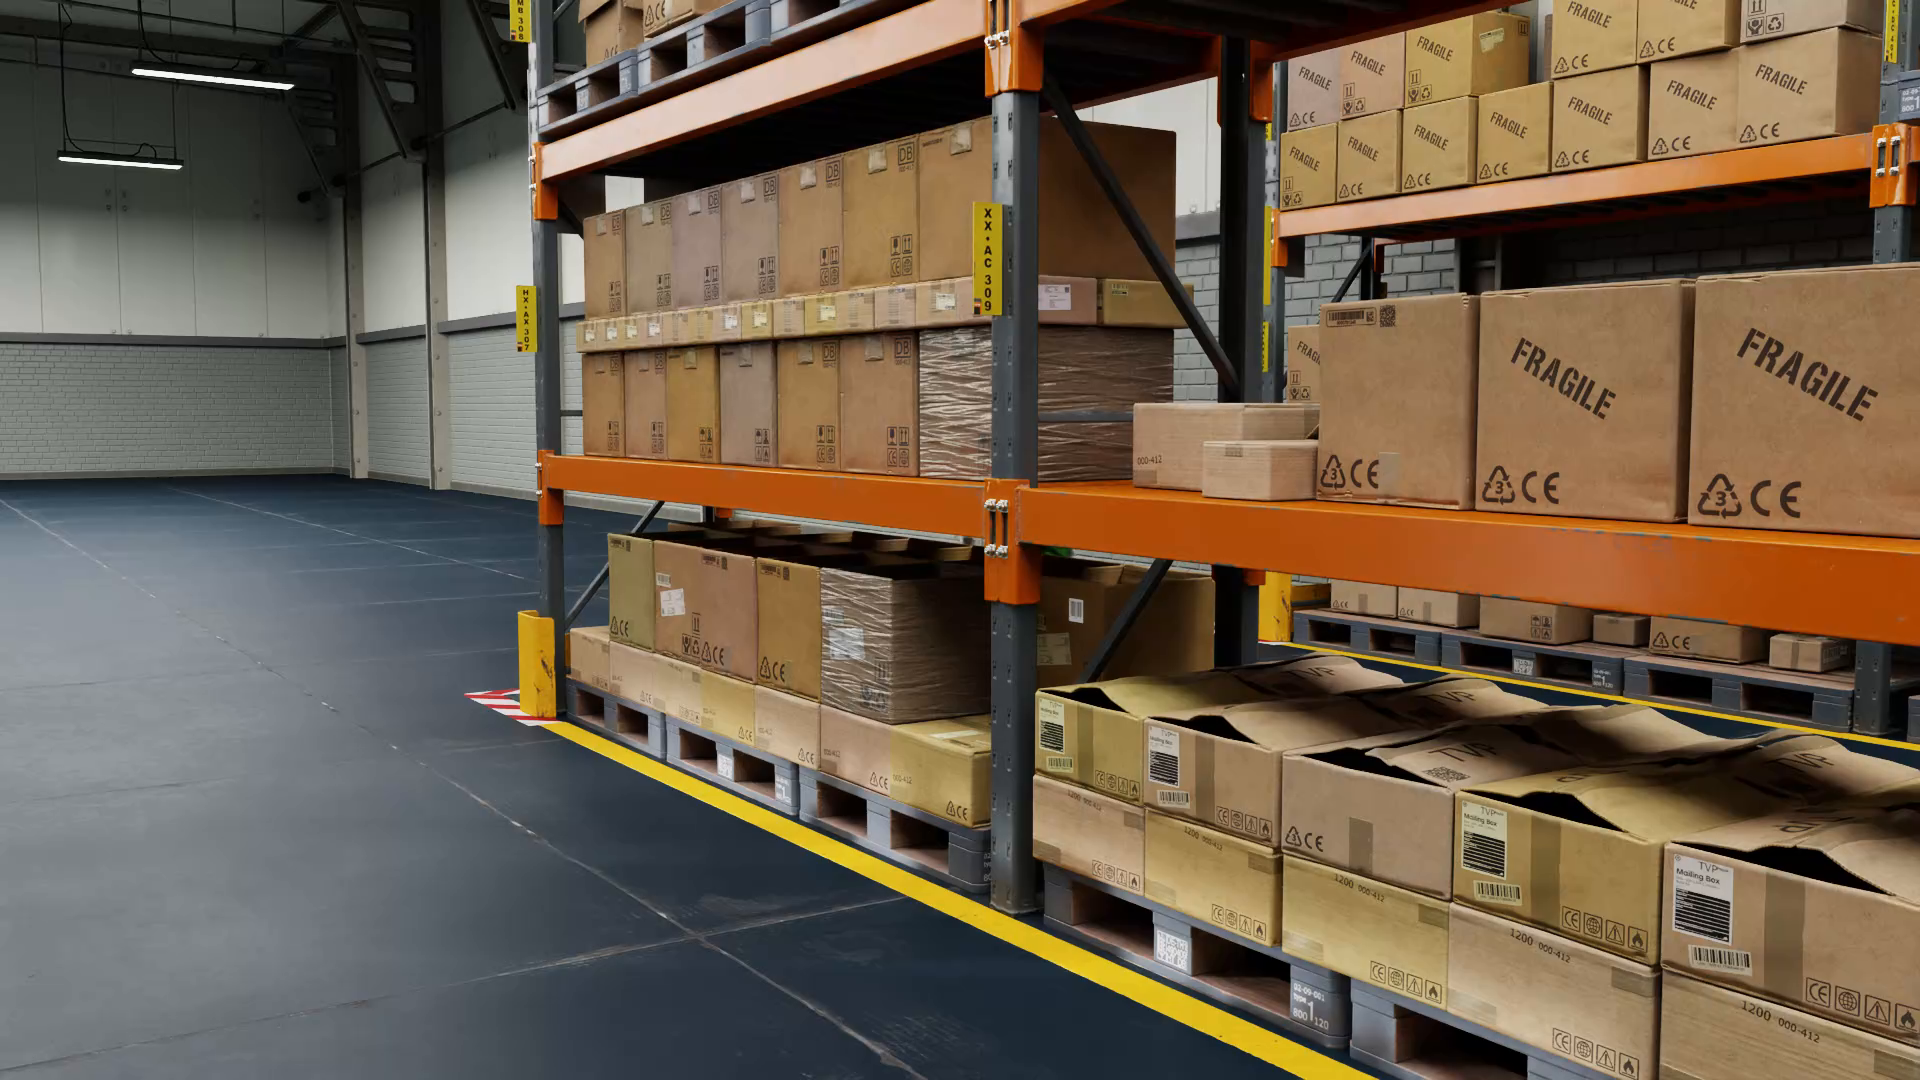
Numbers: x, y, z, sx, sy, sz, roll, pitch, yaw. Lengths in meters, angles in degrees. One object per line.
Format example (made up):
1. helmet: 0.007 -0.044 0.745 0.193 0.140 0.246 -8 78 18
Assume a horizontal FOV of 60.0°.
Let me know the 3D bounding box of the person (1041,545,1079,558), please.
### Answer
1. person: 0.361 -0.021 8.371 0.523 1.790 0.372 -3 5 -32
